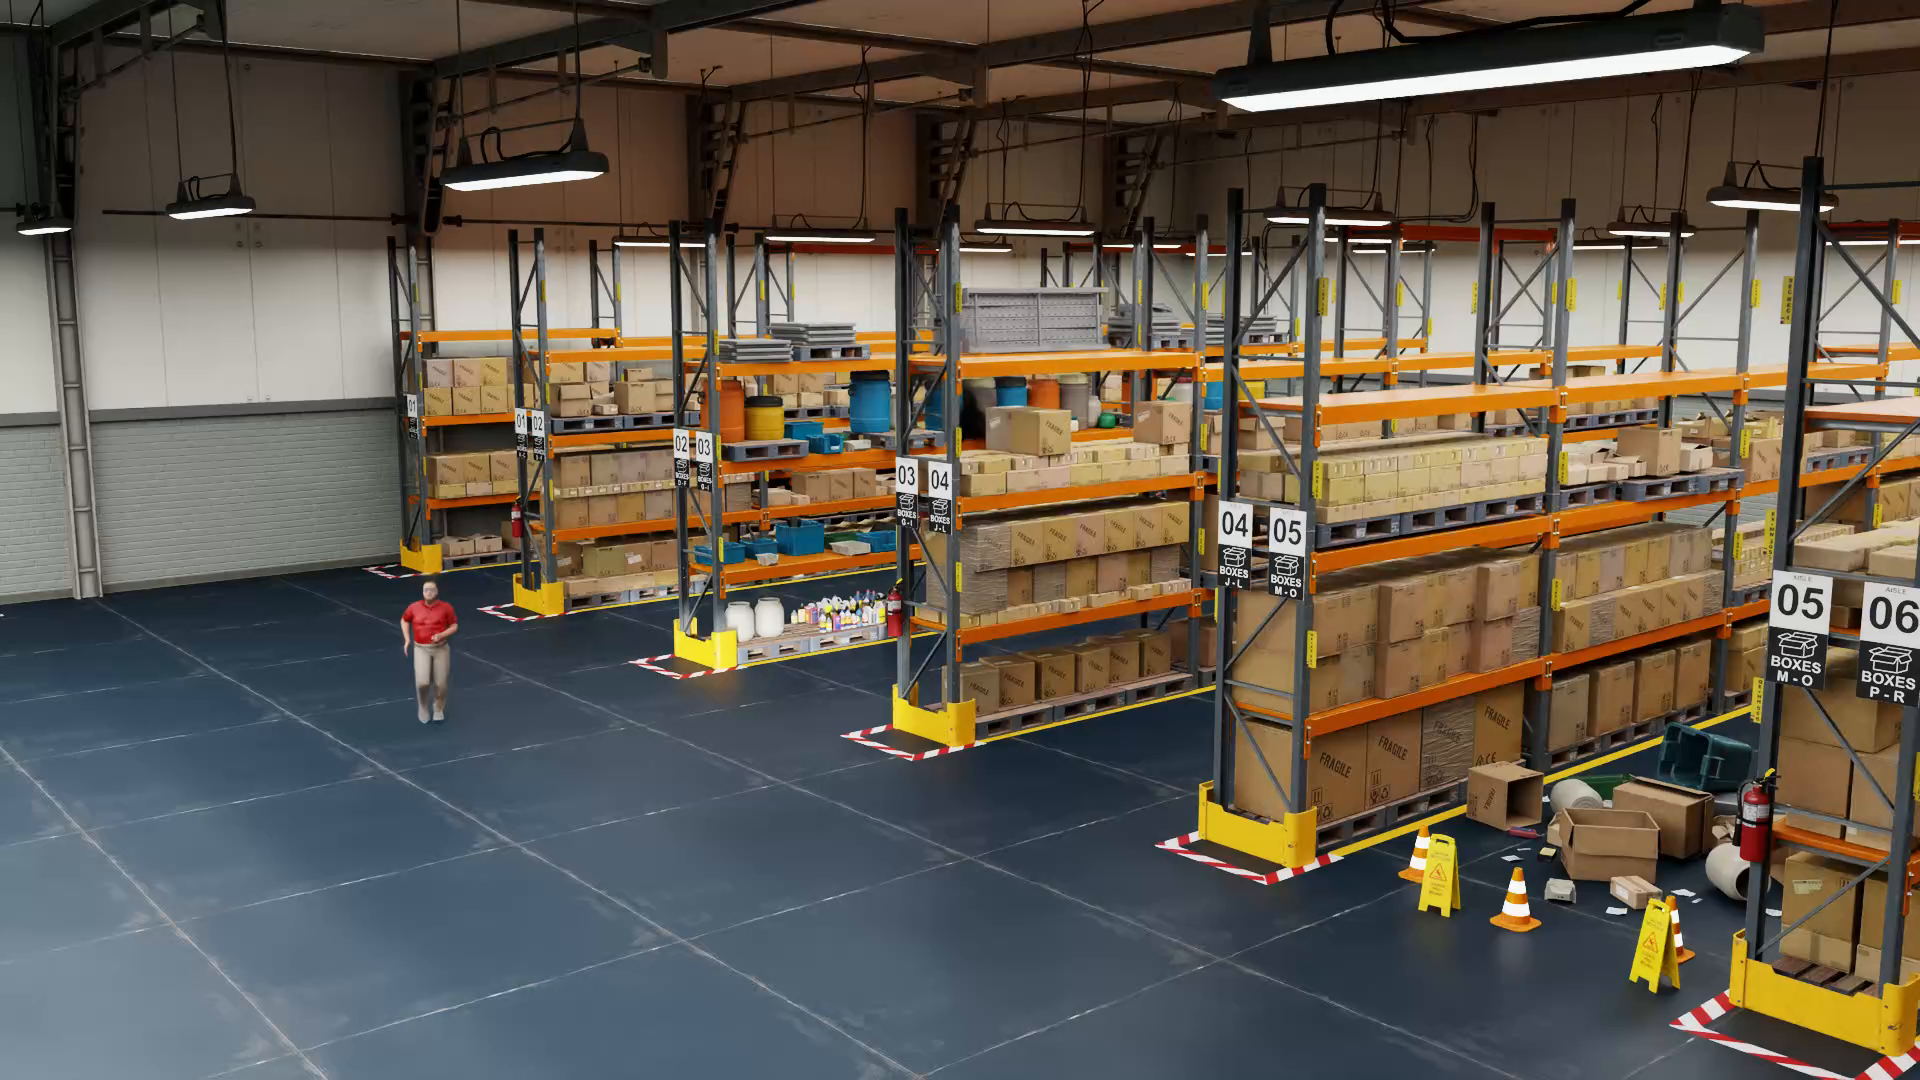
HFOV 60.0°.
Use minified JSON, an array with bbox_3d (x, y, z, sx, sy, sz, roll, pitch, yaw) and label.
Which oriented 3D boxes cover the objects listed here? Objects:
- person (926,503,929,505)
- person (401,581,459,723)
[{"bbox_3d":[-0.428,-0.192,27.822,0.550,1.681,0.640,8,12,41],"label":"person"},{"bbox_3d":[-6.220,1.330,19.551,0.647,1.698,0.651,-3,9,-17],"label":"person"}]
